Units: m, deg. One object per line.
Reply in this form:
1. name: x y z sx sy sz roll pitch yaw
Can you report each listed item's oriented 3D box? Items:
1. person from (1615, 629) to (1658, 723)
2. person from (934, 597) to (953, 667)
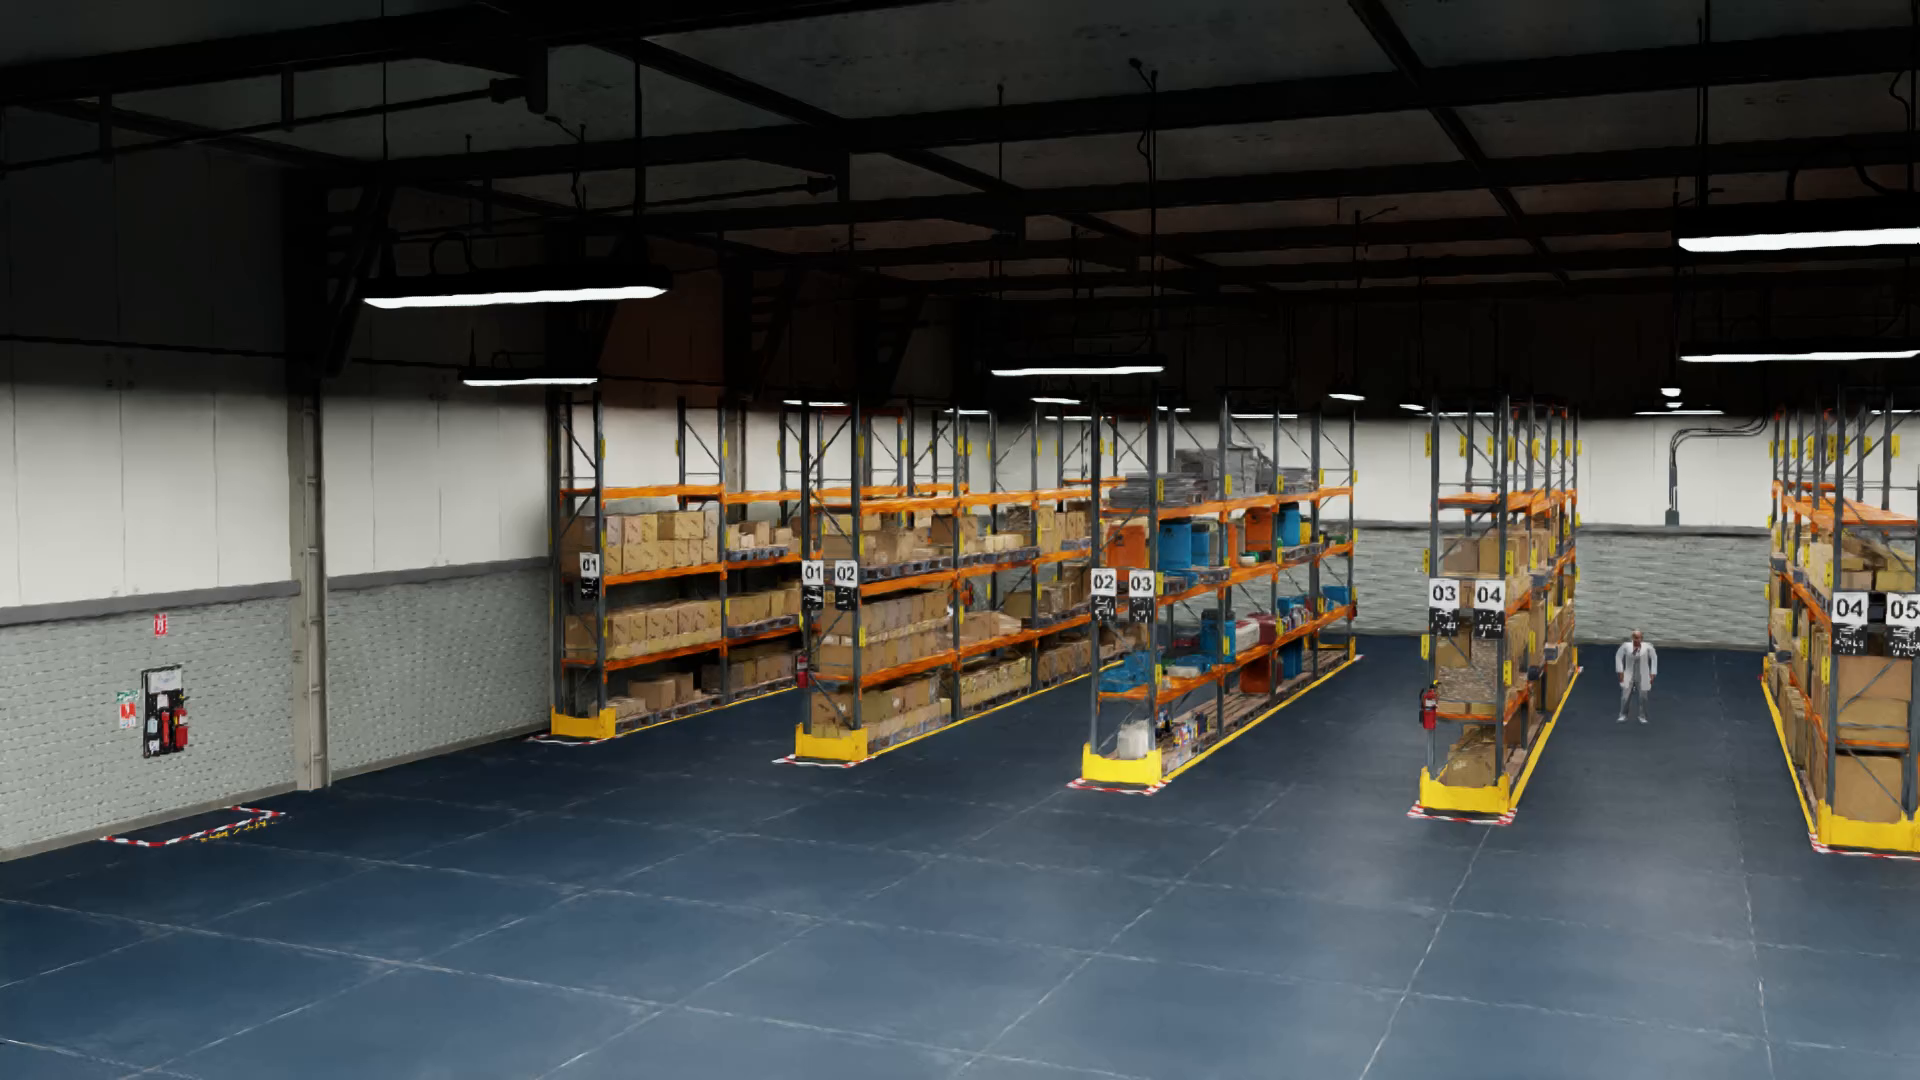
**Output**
1. person: 12.292 2.470 30.252 0.724 1.733 0.546 1 3 22
2. person: -0.298 2.079 38.061 0.500 1.625 0.988 1 3 22
